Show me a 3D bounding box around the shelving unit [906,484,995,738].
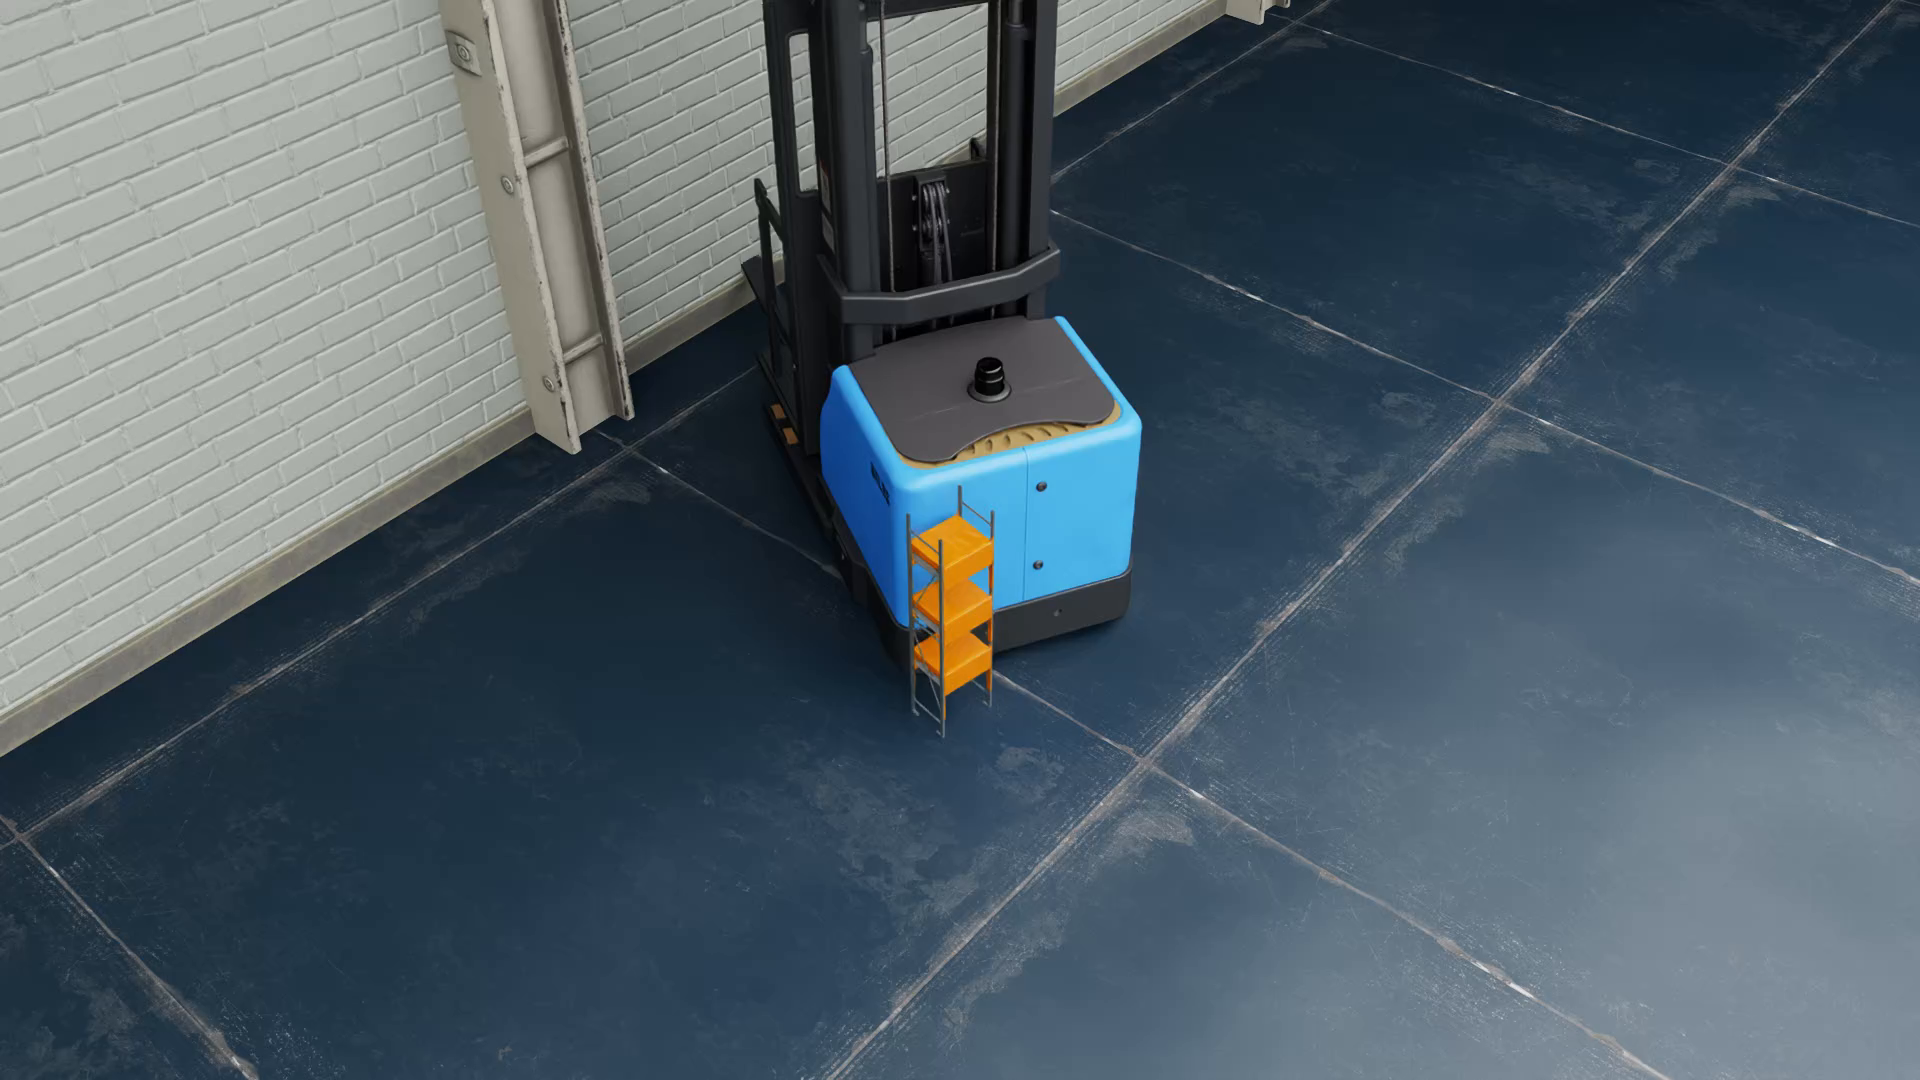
[{"bbox_3d":[-0.034,0.289,6.334,0.252,1.050,0.215,-30,50,-29],"label":"shelving unit"}]

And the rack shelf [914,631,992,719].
[{"bbox_3d":[-0.035,0.502,6.528,0.240,0.259,0.215,-30,50,-29],"label":"rack shelf"}]

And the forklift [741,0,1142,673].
[{"bbox_3d":[-0.292,-1.547,6.955,1.130,2.935,3.031,-15,44,-16],"label":"forklift"}]

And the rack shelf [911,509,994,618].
[{"bbox_3d":[-0.034,0.087,6.150,0.240,0.259,0.215,-30,50,-29],"label":"rack shelf"}]

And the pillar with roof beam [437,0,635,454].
[{"bbox_3d":[1.472,-2.037,2.983,9.100,9.000,0.400,29,50,28],"label":"pillar with roof beam"}]

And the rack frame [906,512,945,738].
[{"bbox_3d":[-0.127,0.342,6.275,0.008,1.050,0.200,-30,50,-29],"label":"rack frame"}]

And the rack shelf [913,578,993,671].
[{"bbox_3d":[-0.034,0.297,6.341,0.240,0.259,0.215,-30,50,-29],"label":"rack shelf"}]

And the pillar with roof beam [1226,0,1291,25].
[{"bbox_3d":[5.333,-5.126,6.381,9.100,9.000,0.400,29,50,28],"label":"pillar with roof beam"}]

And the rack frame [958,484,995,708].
[{"bbox_3d":[0.059,0.236,6.392,0.008,1.050,0.200,-30,50,-29],"label":"rack frame"}]
